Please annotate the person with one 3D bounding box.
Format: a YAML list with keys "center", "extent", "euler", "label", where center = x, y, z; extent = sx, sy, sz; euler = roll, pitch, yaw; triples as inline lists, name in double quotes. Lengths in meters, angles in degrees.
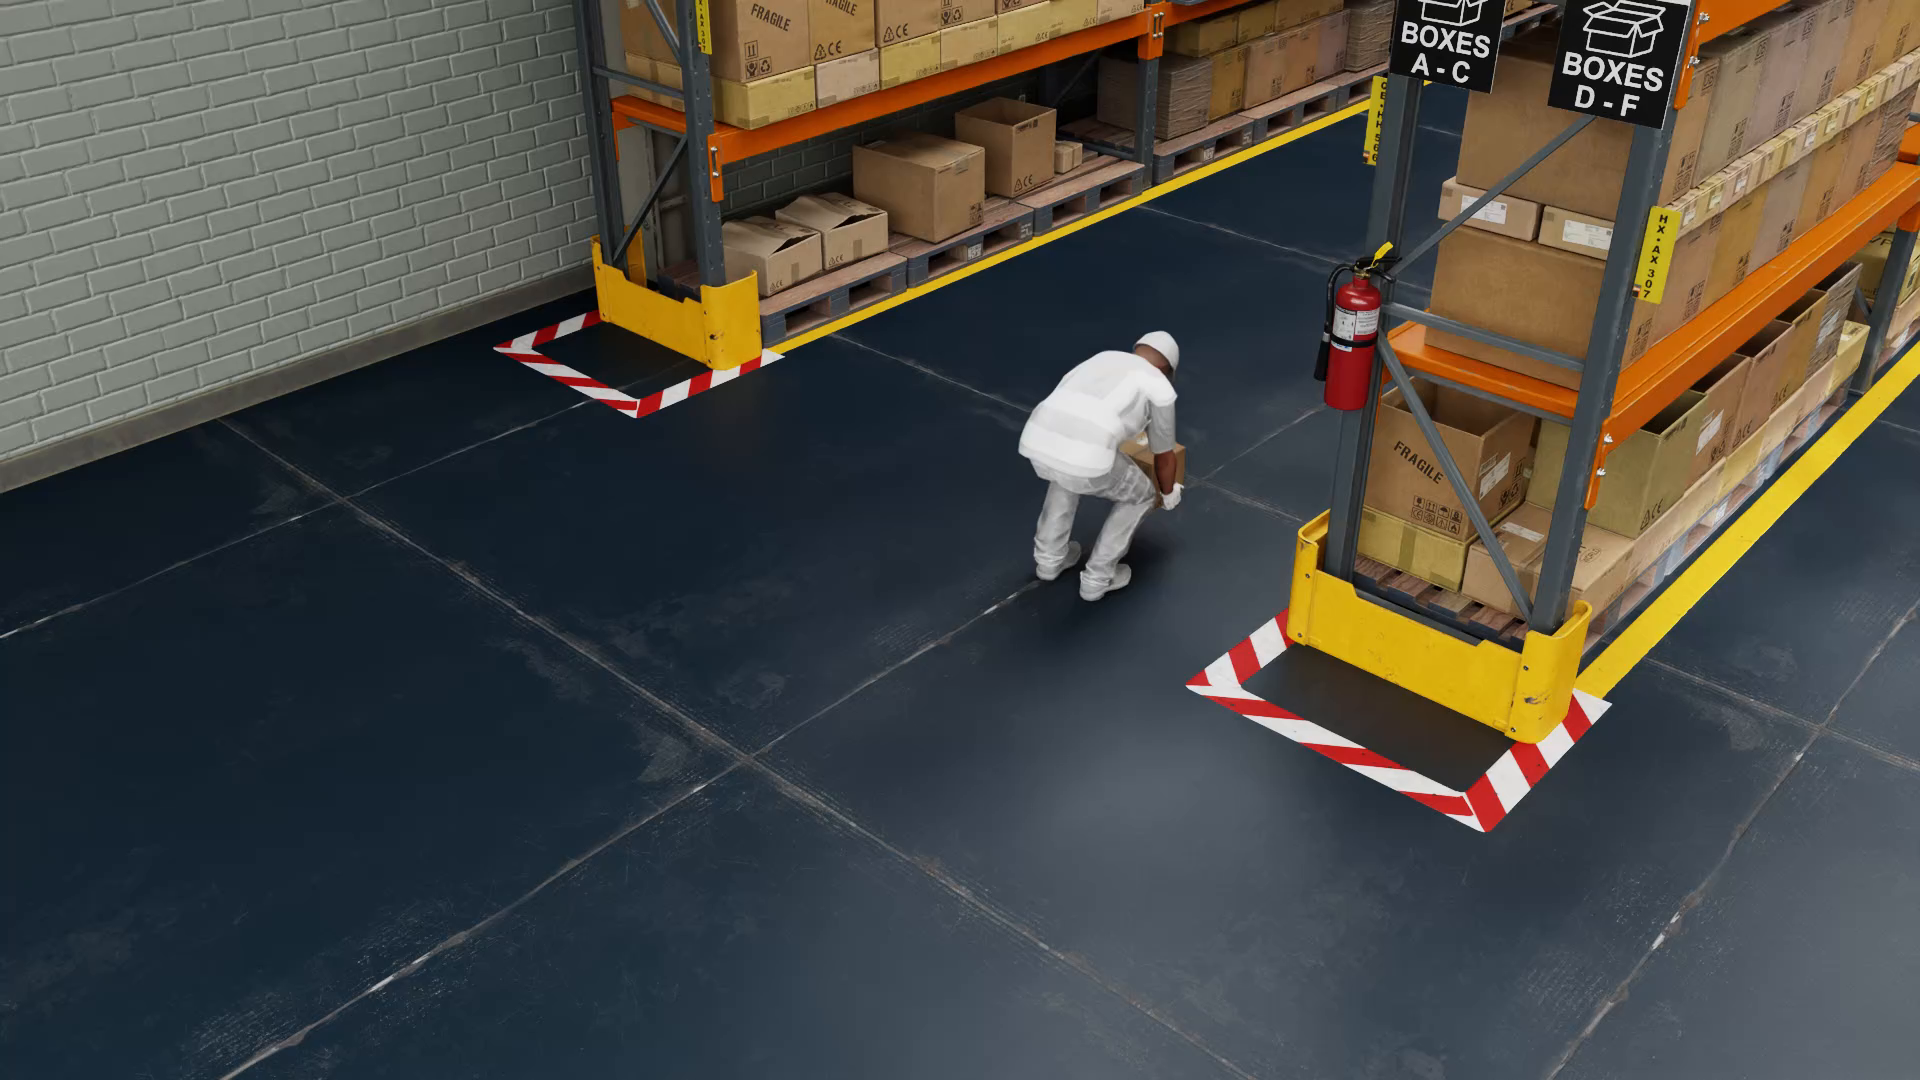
- center: [0.649, -0.335, 7.416]
  extent: [0.546, 1.015, 0.977]
  euler: [23, 38, 33]
  label: "person"
